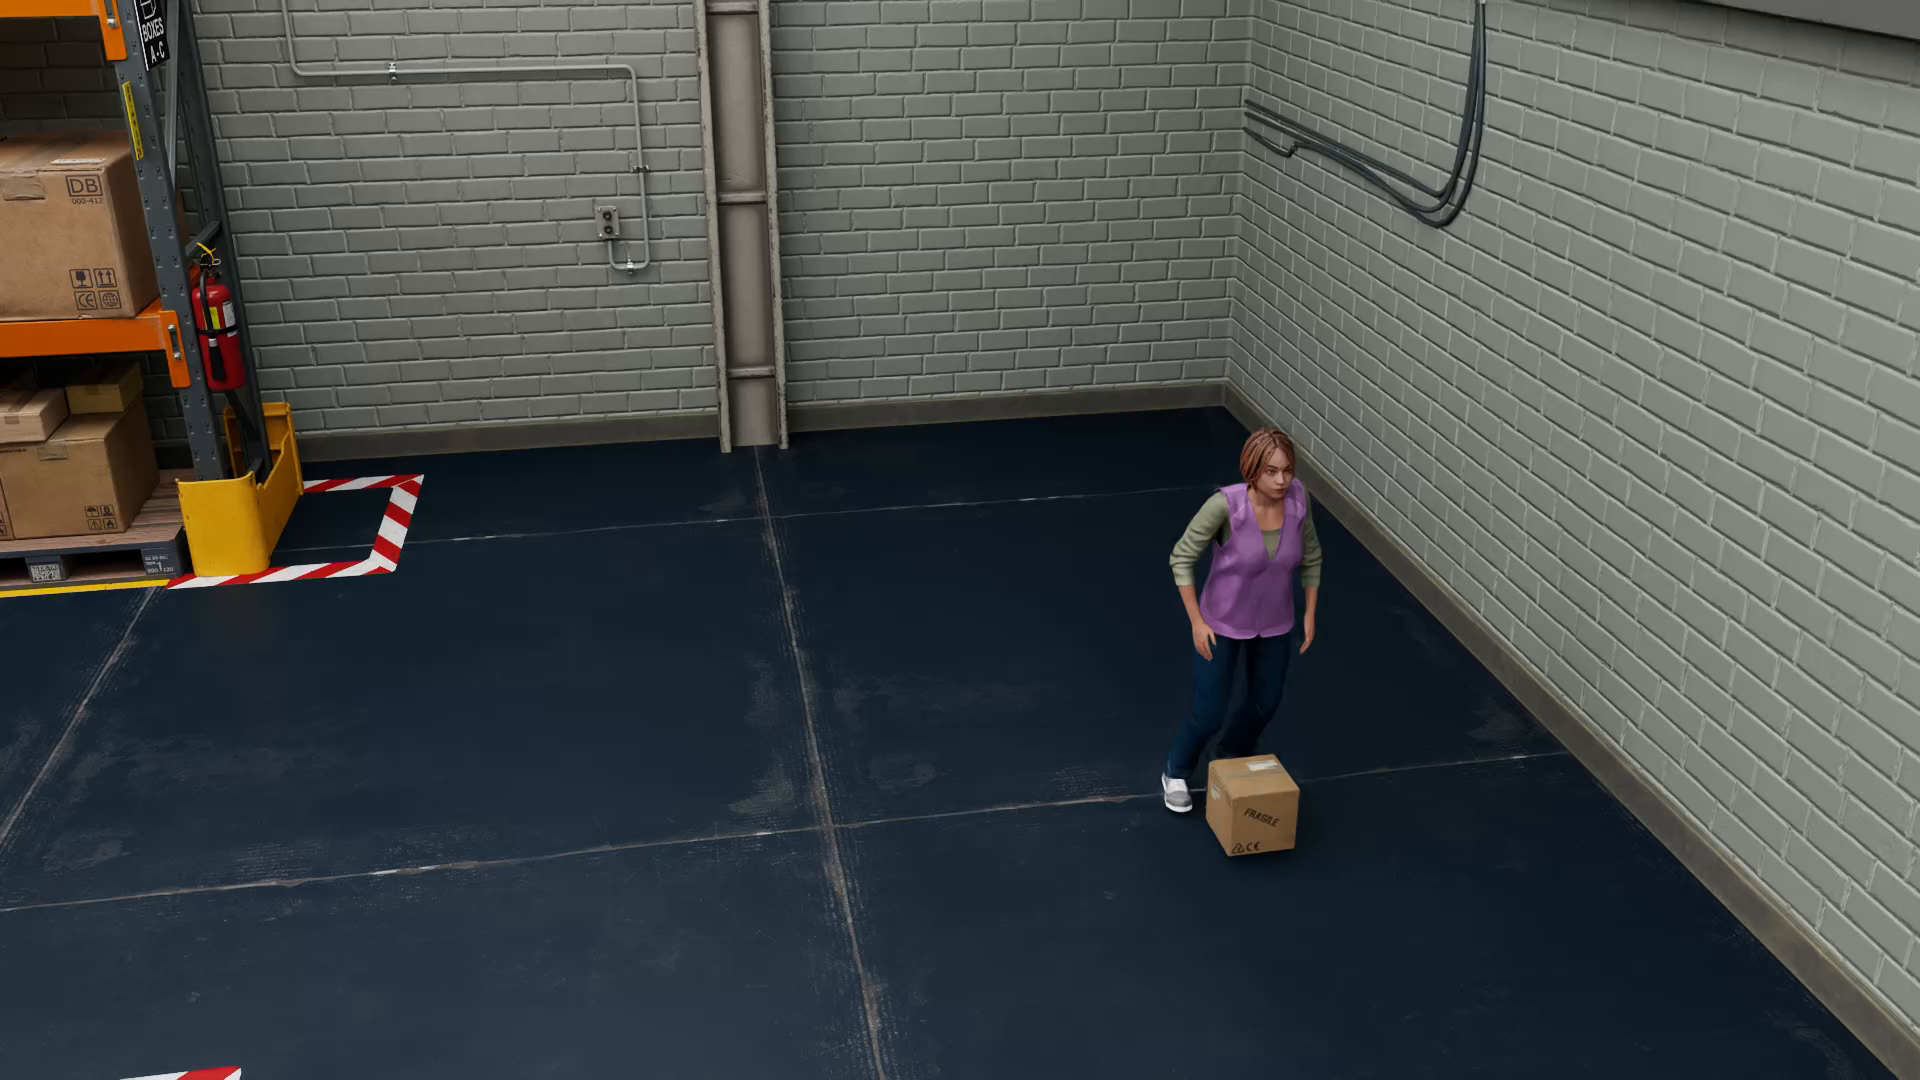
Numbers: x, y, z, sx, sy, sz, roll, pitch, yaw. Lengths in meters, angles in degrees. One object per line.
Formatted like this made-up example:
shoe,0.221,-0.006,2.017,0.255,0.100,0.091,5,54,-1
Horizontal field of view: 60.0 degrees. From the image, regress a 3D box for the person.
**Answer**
person,1.009,0.297,5.982,0.560,1.548,0.480,-5,24,-12
